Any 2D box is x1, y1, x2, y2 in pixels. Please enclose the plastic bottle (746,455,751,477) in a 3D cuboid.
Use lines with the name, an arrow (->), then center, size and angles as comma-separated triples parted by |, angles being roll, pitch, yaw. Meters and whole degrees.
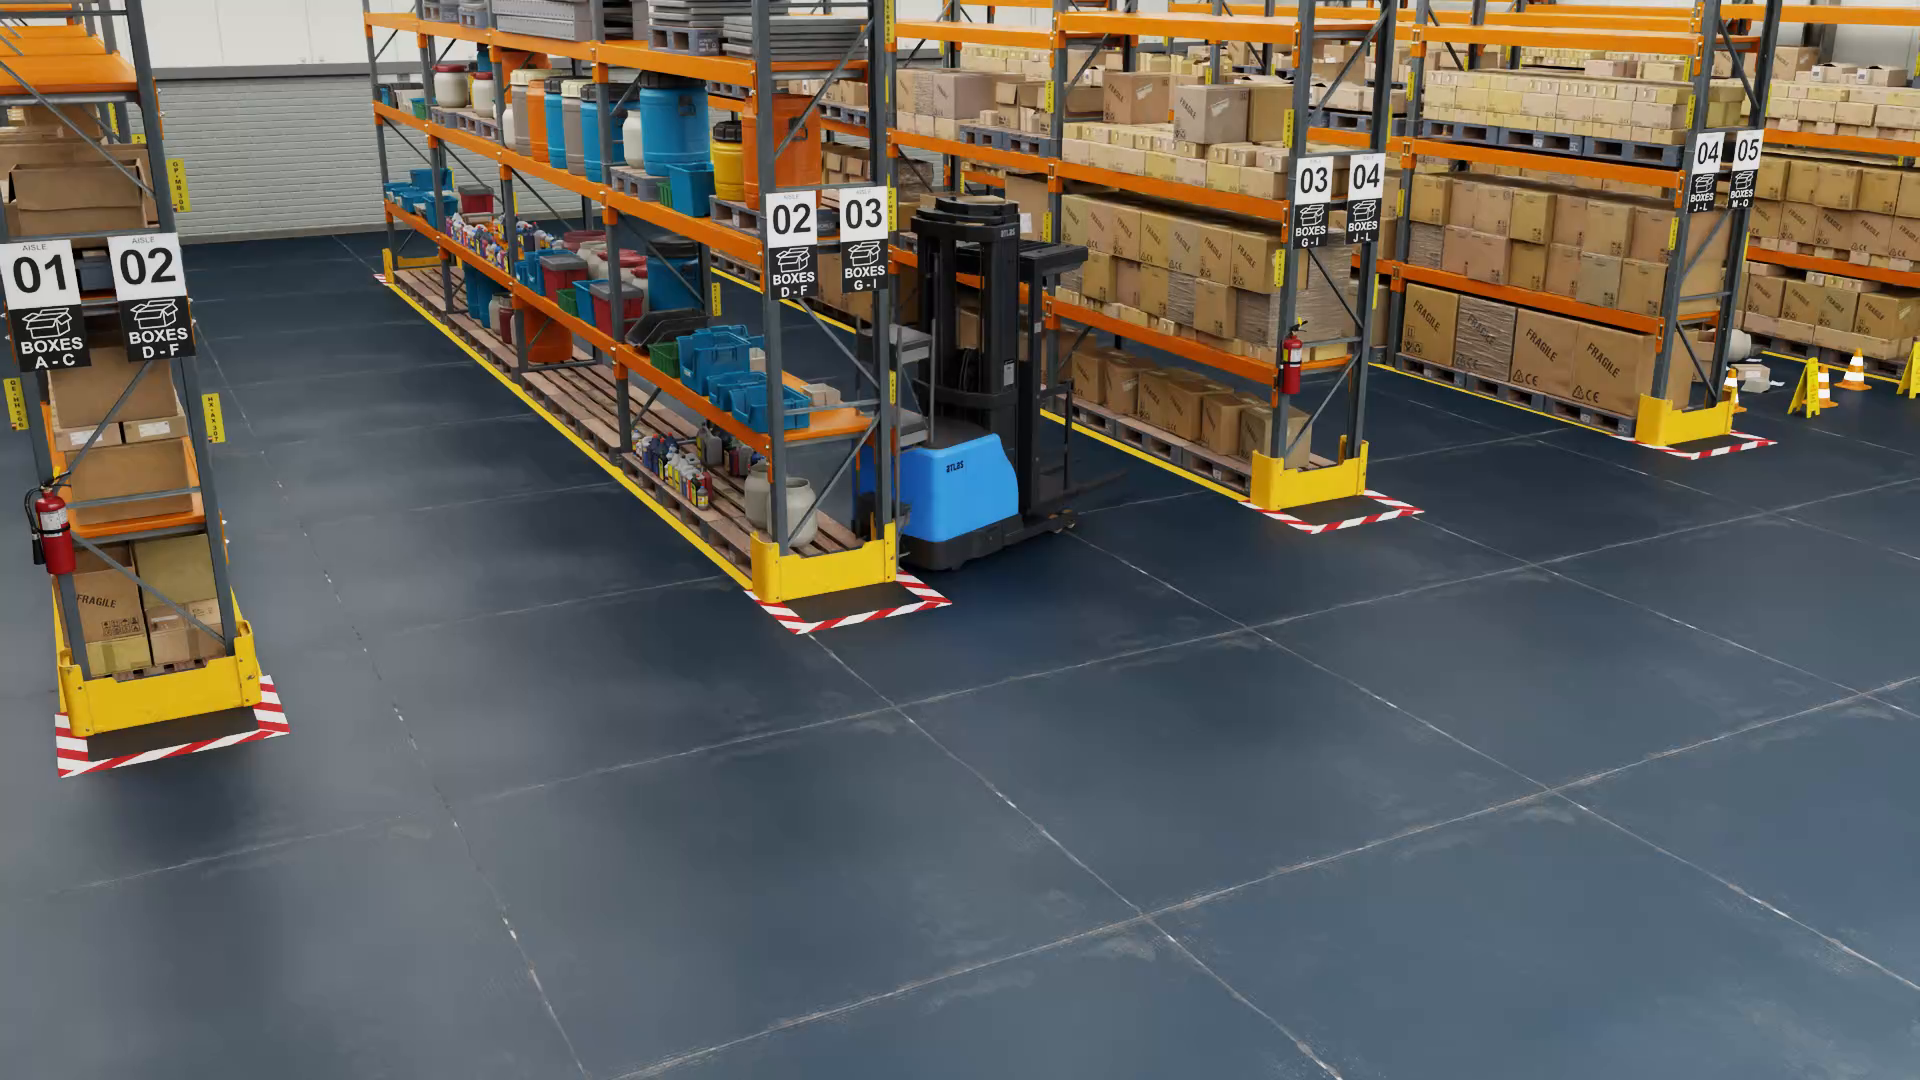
plastic bottle -> -1.963, -0.701, 15.680 | 0.097, 0.201, 0.097 | 0, 19, 0

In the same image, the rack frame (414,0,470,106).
rack frame -> -6.720, -7.313, 22.030 | 1.000, 3.000, 0.127 | -10, 21, -27

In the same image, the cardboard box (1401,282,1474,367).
cardboard box -> 6.088, -2.690, 20.442 | 0.875, 0.875, 0.875 | -10, 21, -26

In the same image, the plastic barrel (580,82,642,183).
plastic barrel -> -3.353, -3.948, 16.108 | 0.600, 0.901, 0.708 | -10, 21, -27

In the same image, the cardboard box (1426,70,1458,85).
cardboard box -> 5.725, -5.452, 19.600 | 0.380, 0.149, 0.250 | -10, 21, -26

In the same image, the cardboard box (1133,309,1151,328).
cardboard box -> 2.000, -2.292, 17.062 | 0.380, 0.149, 0.250 | -10, 21, -27

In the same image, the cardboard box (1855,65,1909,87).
cardboard box -> 13.968, -7.045, 25.189 | 0.500, 0.311, 0.500 | -11, 22, -28

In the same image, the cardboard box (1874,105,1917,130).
cardboard box -> 11.353, -5.074, 19.914 | 0.500, 0.250, 0.500 | -10, 22, -27

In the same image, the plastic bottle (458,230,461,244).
plastic bottle -> -6.584, -4.021, 21.991 | 0.097, 0.201, 0.097 | 0, 19, 0

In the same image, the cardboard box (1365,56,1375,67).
cardboard box -> 6.964, -8.133, 28.498 | 0.500, 0.311, 0.500 | -10, 21, -27

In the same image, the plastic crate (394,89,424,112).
plastic crate -> -7.838, -6.304, 23.884 | 0.437, 0.282, 0.530 | -10, 21, -27

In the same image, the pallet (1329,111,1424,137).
pallet -> 5.373, -5.270, 21.001 | 0.805, 0.209, 1.217 | -11, 22, -29

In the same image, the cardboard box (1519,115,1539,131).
cardboard box -> 6.447, -4.639, 18.465 | 0.380, 0.149, 0.250 | -10, 21, -26

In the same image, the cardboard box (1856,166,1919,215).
cardboard box -> 11.391, -4.255, 20.221 | 0.700, 0.500, 0.500 | -10, 21, -26

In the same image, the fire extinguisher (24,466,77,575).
fire extinguisher -> -5.735, -0.124, 10.511 | 0.296, 0.674, 0.183 | -10, 21, -27

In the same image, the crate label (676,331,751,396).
crate label -> -2.133, -1.536, 14.429 | 0.502, 0.435, 0.616 | -10, 21, -27

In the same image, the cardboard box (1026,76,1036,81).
cardboard box -> 1.355, -7.575, 27.617 | 0.500, 0.250, 0.500 | -10, 21, -27

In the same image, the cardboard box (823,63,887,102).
cardboard box -> -1.450, -6.345, 23.019 | 0.797, 0.503, 0.637 | -10, 22, -27

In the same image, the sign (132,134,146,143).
sign -> -6.794, -3.201, 13.797 | 0.100, 0.325, 0.005 | -10, 21, -27

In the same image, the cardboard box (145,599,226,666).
cardboard box -> -5.441, 0.646, 11.731 | 0.500, 0.250, 0.500 | -10, 21, -27

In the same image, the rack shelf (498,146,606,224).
rack shelf -> -3.870, -3.833, 17.645 | 1.077, 0.370, 4.000 | -10, 21, -27

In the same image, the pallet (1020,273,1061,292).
pallet -> 1.203, -3.099, 19.309 | 1.003, 0.211, 1.213 | -10, 21, -27

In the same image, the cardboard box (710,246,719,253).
cardboard box -> -3.886, -5.416, 28.341 | 0.875, 0.875, 0.875 | -10, 21, -27

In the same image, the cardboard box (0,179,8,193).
cardboard box -> -6.425, -2.356, 11.541 | 0.500, 0.311, 0.500 | -7, 20, -20

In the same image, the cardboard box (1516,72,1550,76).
cardboard box -> 6.663, -5.337, 19.267 | 0.380, 0.149, 0.250 | -10, 21, -26

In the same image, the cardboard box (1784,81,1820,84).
cardboard box -> 10.977, -5.897, 21.685 | 0.380, 0.149, 0.250 | -9, 21, -25

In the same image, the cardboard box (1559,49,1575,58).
cardboard box -> 11.074, -8.802, 30.076 | 0.380, 0.149, 0.250 | -10, 21, -26

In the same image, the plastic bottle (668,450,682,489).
plastic bottle -> -2.611, -0.664, 15.345 | 0.144, 0.351, 0.185 | -10, 21, -27

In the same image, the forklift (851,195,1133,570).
forklift -> 0.410, -1.541, 14.603 | 1.130, 2.935, 3.031 | 16, 24, 38

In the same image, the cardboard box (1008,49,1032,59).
cardboard box -> 1.026, -8.170, 27.965 | 0.380, 0.149, 0.250 | -10, 21, -27

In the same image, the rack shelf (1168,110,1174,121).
rack shelf -> 3.002, -6.488, 25.338 | 1.077, 0.370, 4.000 | -10, 21, -27

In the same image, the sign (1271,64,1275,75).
sign -> 4.444, -6.619, 23.702 | 0.100, 0.325, 0.005 | -10, 21, -27

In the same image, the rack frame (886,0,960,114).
rack frame -> -0.461, -6.932, 20.926 | 1.000, 3.000, 0.127 | -10, 21, -27

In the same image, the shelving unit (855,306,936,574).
shelving unit -> -0.540, -0.810, 13.642 | 0.431, 2.100, 0.503 | -20, 31, -41

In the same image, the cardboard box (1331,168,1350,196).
cardboard box -> 3.336, -3.325, 15.301 | 0.500, 0.250, 0.500 | -9, 21, -25

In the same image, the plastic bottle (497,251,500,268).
plastic bottle -> -5.582, -3.415, 20.235 | 0.097, 0.201, 0.097 | 0, 19, 0

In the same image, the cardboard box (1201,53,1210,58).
cardboard box -> 4.776, -9.125, 31.466 | 0.380, 0.149, 0.250 | -9, 21, -25

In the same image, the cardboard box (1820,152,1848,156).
cardboard box -> 13.989, -6.115, 26.607 | 0.380, 0.149, 0.250 | -10, 21, -27

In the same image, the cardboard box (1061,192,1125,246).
cardboard box -> 1.428, -3.440, 17.860 | 0.500, 0.500, 0.500 | -10, 21, -27

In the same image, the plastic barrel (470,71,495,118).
plastic barrel -> -5.795, -5.495, 20.508 | 0.433, 0.535, 0.433 | 0, 19, 0

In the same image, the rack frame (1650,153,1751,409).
rack frame -> 7.751, -2.539, 17.391 | 1.000, 3.000, 0.127 | -10, 21, -27

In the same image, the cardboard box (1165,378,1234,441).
cardboard box -> 2.461, -1.347, 17.126 | 0.500, 0.500, 0.500 | -8, 21, -22

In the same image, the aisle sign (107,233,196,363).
aisle sign -> -5.082, -1.524, 10.464 | 0.394, 0.787, 0.004 | -10, 21, -27

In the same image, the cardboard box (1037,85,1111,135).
cardboard box -> 1.302, -4.764, 18.437 | 0.797, 0.503, 0.637 | -11, 22, -29

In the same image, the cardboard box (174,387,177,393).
cardboard box -> -5.742, -0.986, 11.743 | 0.380, 0.149, 0.250 | -10, 22, -27

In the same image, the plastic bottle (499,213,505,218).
plastic bottle -> -6.248, -4.356, 22.846 | 0.152, 0.276, 0.135 | -10, 21, -27

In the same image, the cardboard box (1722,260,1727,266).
cardboard box -> 10.209, -3.787, 22.434 | 0.380, 0.149, 0.250 | -10, 21, -26

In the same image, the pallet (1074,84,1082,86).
pallet -> 2.252, -7.119, 26.354 | 1.213, 0.211, 1.003 | -10, 21, -27

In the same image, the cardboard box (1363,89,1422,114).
cardboard box -> 5.375, -5.458, 20.685 | 0.500, 0.250, 0.500 | -10, 21, -26

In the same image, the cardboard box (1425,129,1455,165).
cardboard box -> 7.784, -6.259, 26.486 | 0.500, 0.500, 0.500 | -11, 22, -28

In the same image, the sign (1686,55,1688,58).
sign -> 12.148, -7.980, 27.768 | 0.100, 0.325, 0.005 | -10, 21, -27

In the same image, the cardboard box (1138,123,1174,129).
cardboard box -> 2.089, -4.286, 17.473 | 0.380, 0.149, 0.250 | -11, 22, -29

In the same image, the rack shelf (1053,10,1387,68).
rack shelf -> 2.388, -4.868, 16.052 | 1.077, 0.370, 4.000 | -10, 21, -27

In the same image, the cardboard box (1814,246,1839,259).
cardboard box -> 11.024, -3.647, 20.986 | 0.380, 0.149, 0.250 | -10, 22, -27
